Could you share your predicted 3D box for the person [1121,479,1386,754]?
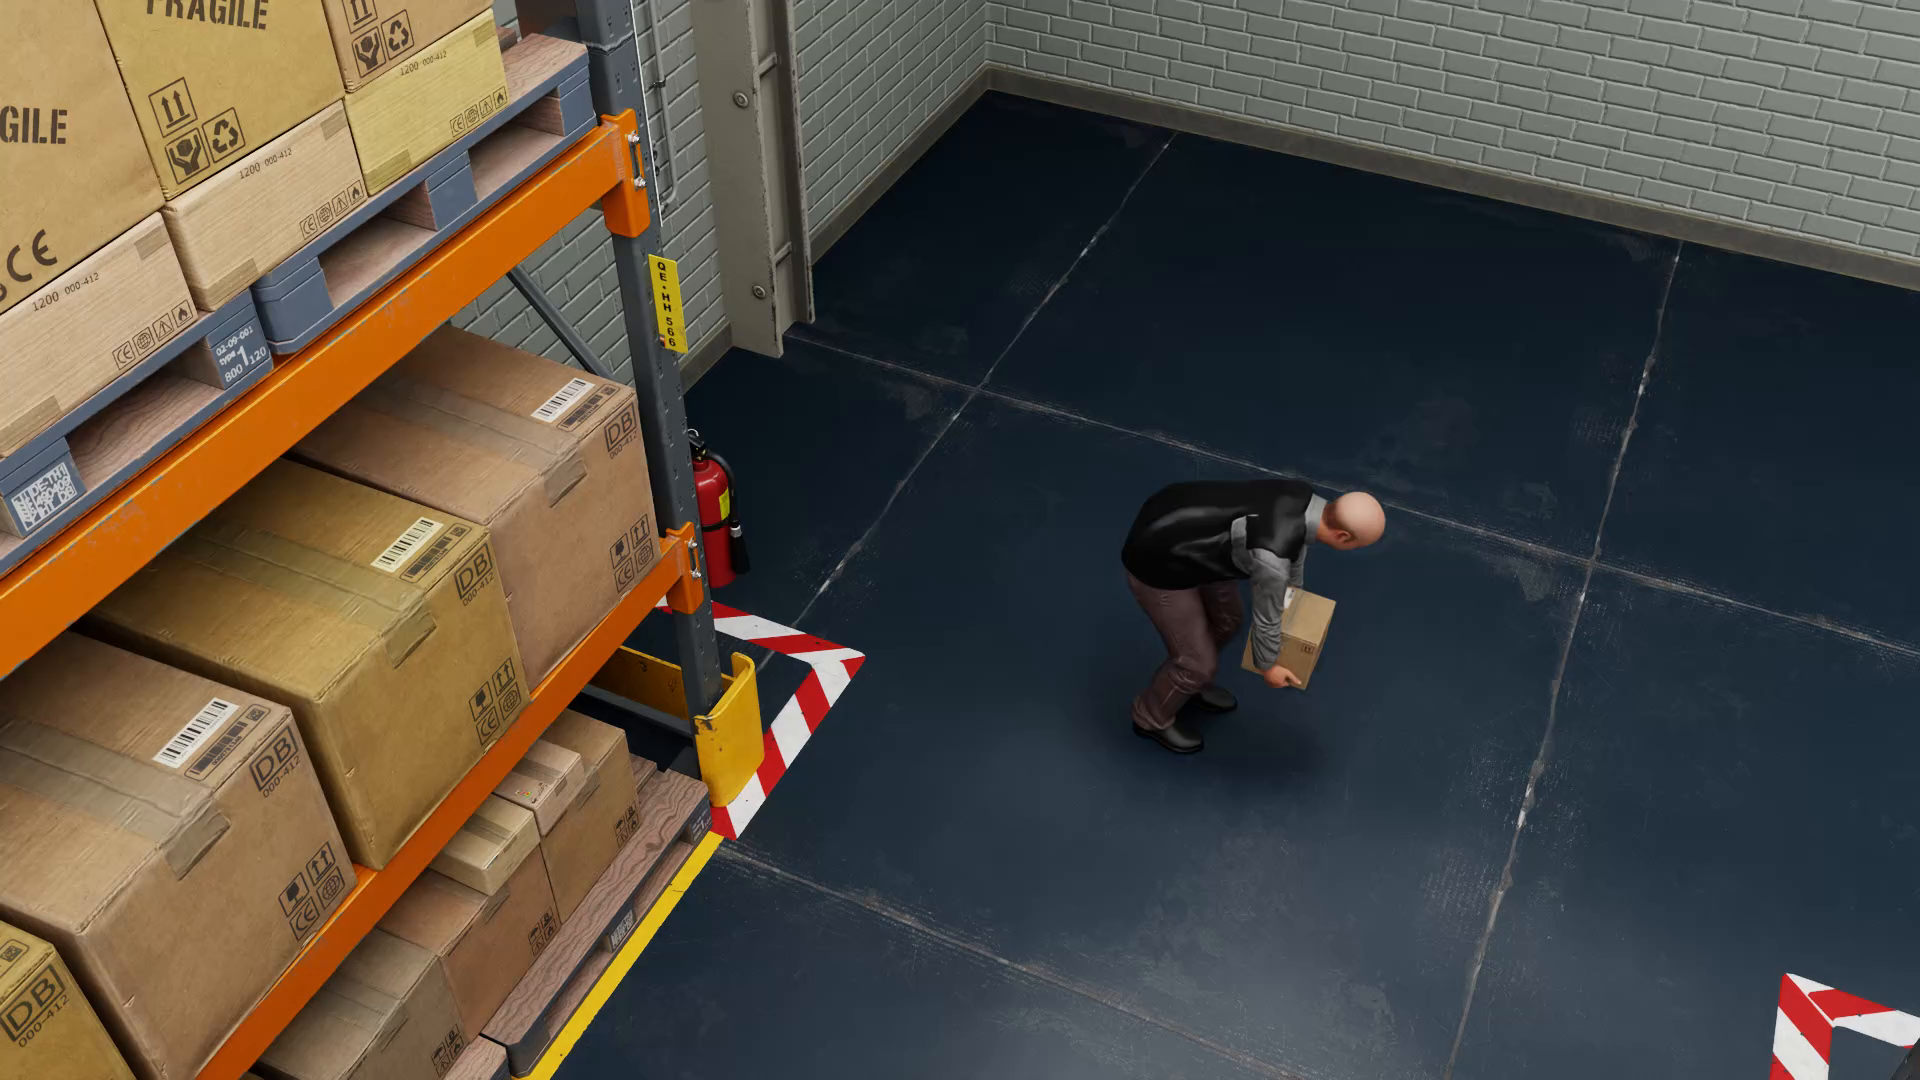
[{"bbox_3d":[1.044,0.257,6.201,0.896,1.310,0.474,16,44,17],"label":"person"}]
